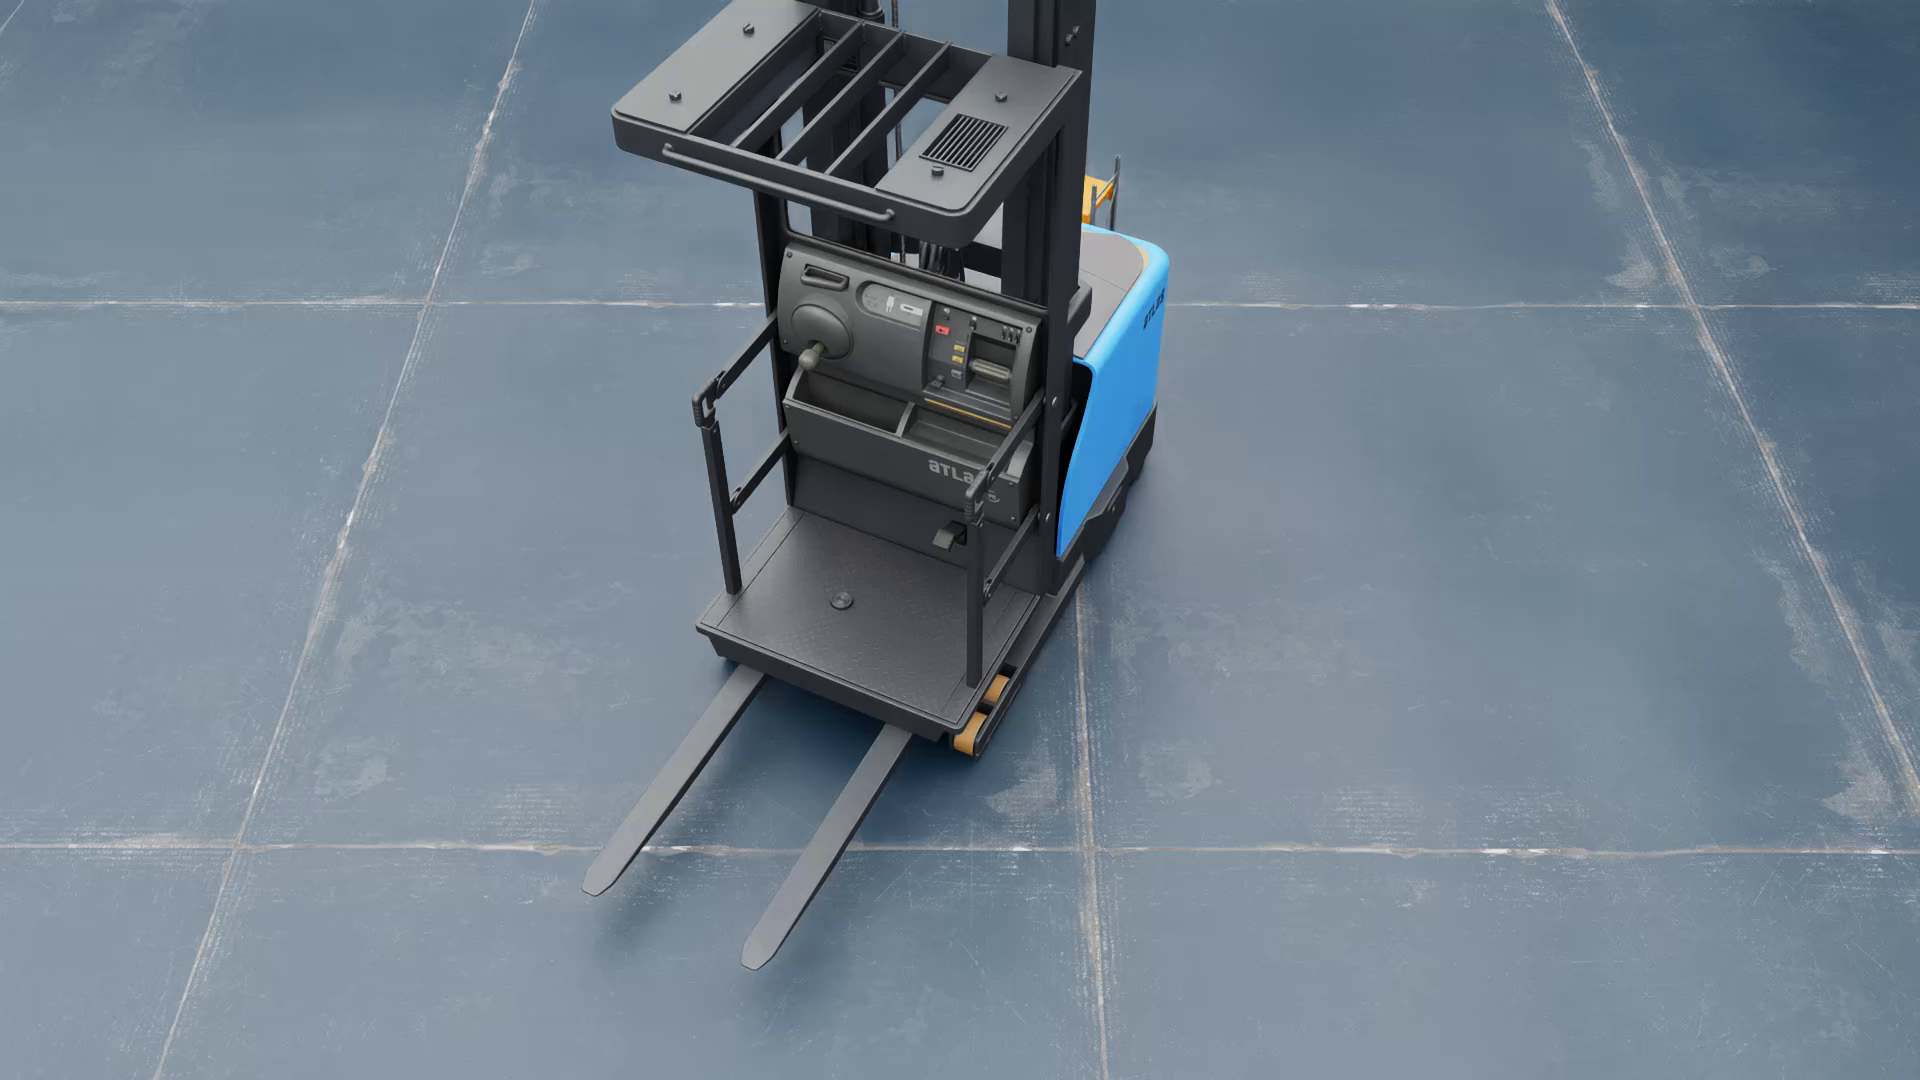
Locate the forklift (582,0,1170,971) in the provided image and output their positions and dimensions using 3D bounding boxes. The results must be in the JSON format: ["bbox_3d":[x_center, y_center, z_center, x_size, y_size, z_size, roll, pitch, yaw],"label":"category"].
[{"bbox_3d":[-0.277,-0.586,5.374,1.130,2.935,3.031,20,50,17],"label":"forklift"}]

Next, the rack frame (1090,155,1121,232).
[{"bbox_3d":[0.577,-1.045,6.984,0.015,1.200,0.240,22,51,19],"label":"rack frame"}]

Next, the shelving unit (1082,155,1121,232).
[{"bbox_3d":[0.362,-1.130,7.063,0.503,1.200,0.258,22,51,19],"label":"shelving unit"}]

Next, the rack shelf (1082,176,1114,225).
[{"bbox_3d":[0.362,-1.398,6.776,0.480,0.148,0.258,22,51,19],"label":"rack shelf"}]
